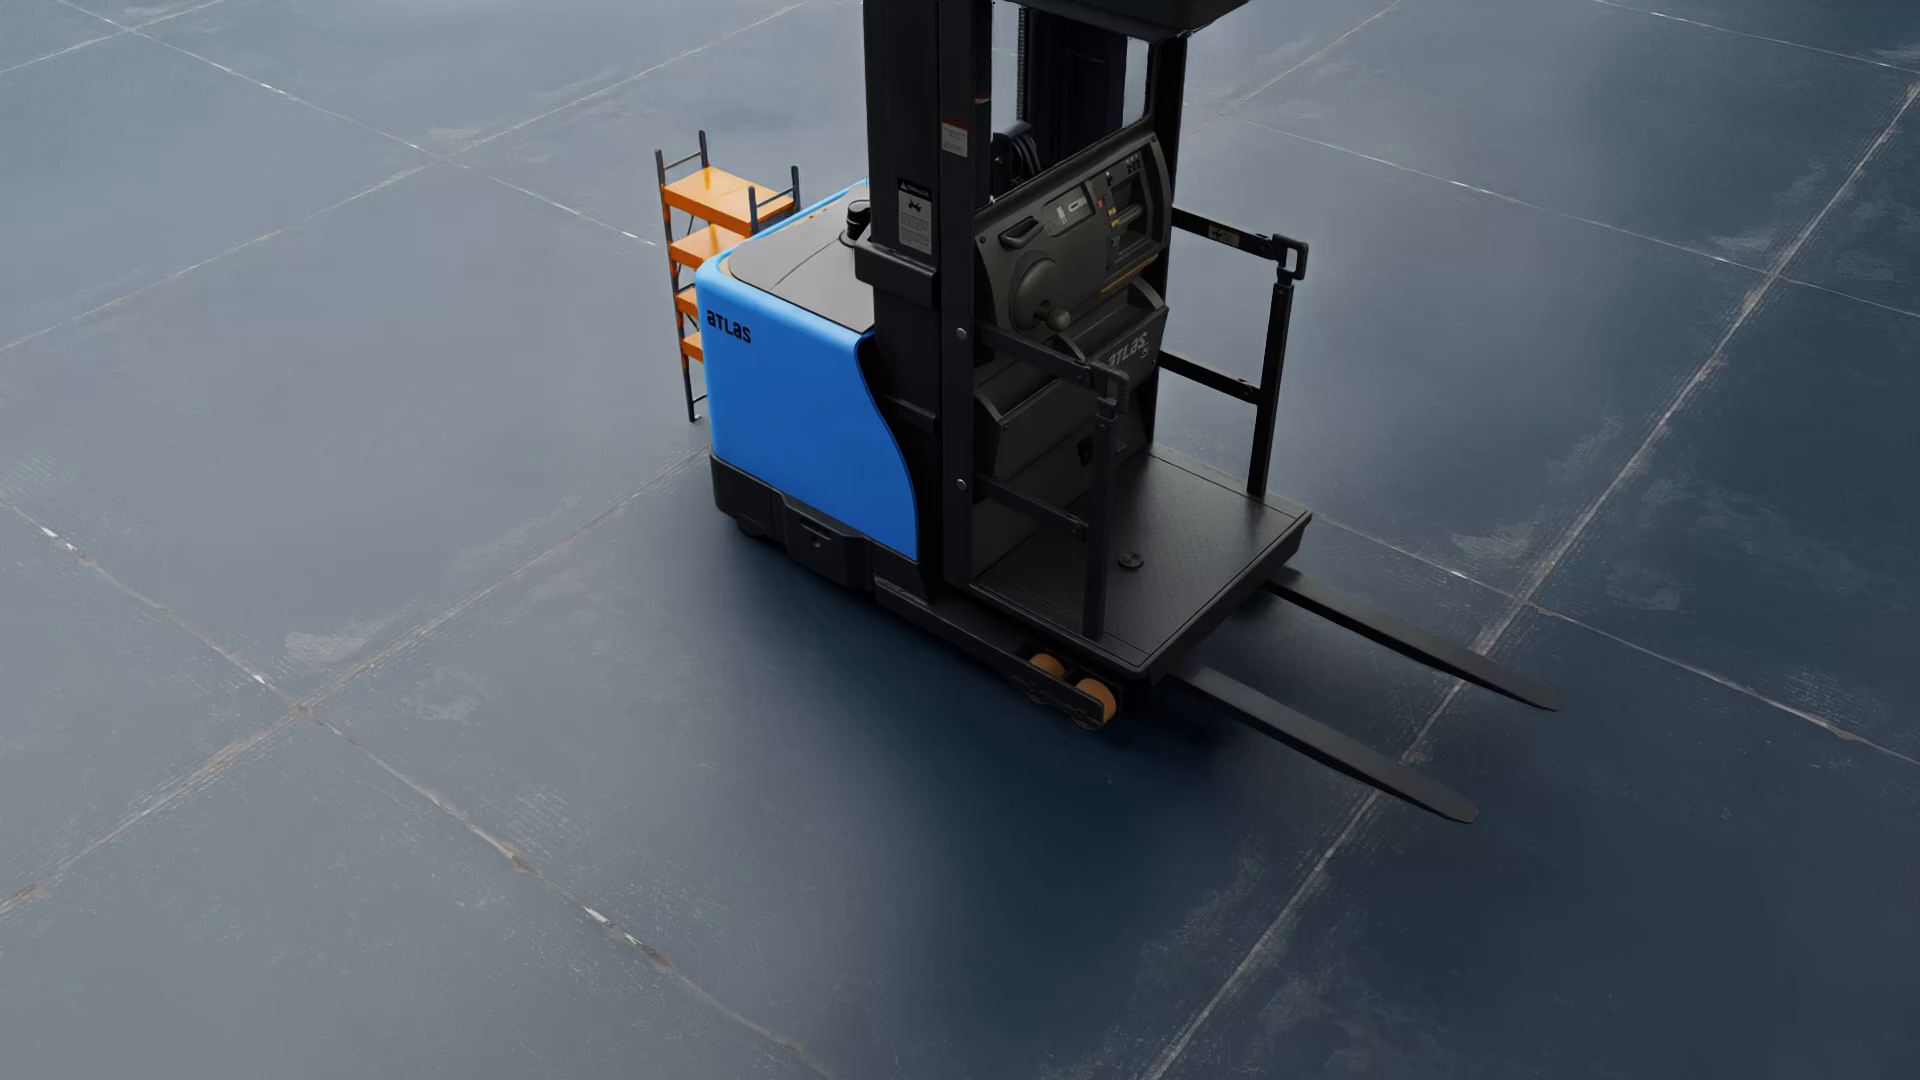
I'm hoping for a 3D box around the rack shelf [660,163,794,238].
[{"bbox_3d":[-0.857,-1.235,6.213,0.480,0.148,0.258,27,45,31],"label":"rack shelf"}]

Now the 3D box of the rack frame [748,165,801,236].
[{"bbox_3d":[-0.666,-0.830,6.330,0.015,1.200,0.240,27,45,31],"label":"rack frame"}]

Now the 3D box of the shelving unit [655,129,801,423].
[{"bbox_3d":[-0.854,-0.924,6.454,0.503,1.200,0.258,27,45,31],"label":"shelving unit"}]

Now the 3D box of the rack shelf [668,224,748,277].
[{"bbox_3d":[-0.855,-1.048,6.358,0.480,0.148,0.258,27,45,31],"label":"rack shelf"}]

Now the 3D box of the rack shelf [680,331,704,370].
[{"bbox_3d":[-0.852,-0.714,6.617,0.480,0.148,0.258,27,45,31],"label":"rack shelf"}]

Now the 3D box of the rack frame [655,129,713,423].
[{"bbox_3d":[-1.042,-1.019,6.578,0.015,1.200,0.240,27,45,31],"label":"rack frame"}]

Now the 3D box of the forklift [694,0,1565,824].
[{"bbox_3d":[0.527,-0.903,5.026,3.031,2.935,1.130,27,45,30],"label":"forklift"}]

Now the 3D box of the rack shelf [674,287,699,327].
[{"bbox_3d":[-0.854,-0.871,6.495,0.480,0.148,0.258,27,45,31],"label":"rack shelf"}]
